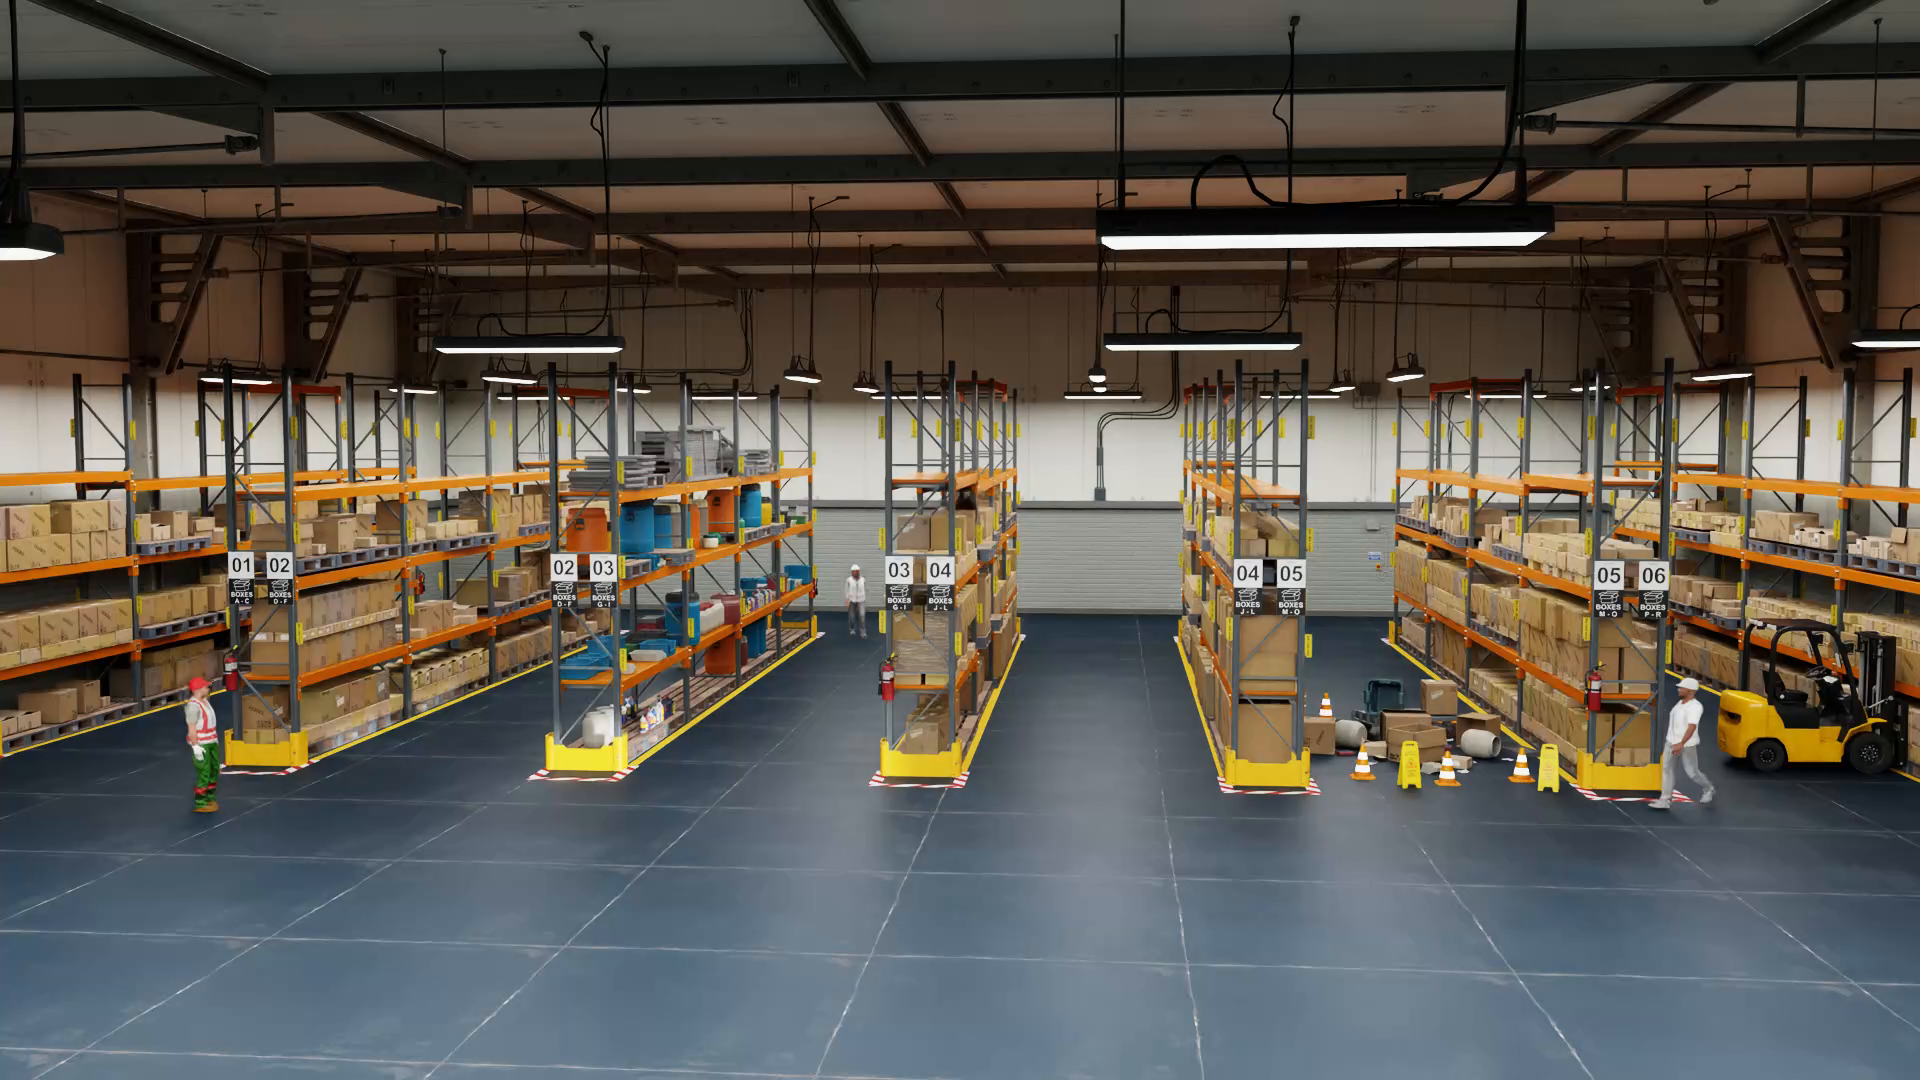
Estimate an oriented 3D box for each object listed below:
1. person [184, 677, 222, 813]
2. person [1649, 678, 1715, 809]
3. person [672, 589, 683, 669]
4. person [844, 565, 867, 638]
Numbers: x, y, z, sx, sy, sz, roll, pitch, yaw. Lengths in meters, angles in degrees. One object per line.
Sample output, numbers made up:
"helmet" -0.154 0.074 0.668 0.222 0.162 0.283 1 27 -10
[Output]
"person" -9.940 2.702 21.845 0.425 1.822 0.615 1 4 11
"person" 9.597 2.687 21.990 0.987 1.733 0.521 -2 4 -24
"person" -5.902 1.855 34.910 0.391 1.680 0.519 0 4 1
"person" -2.515 1.464 40.188 0.563 1.724 0.973 -1 4 -11
